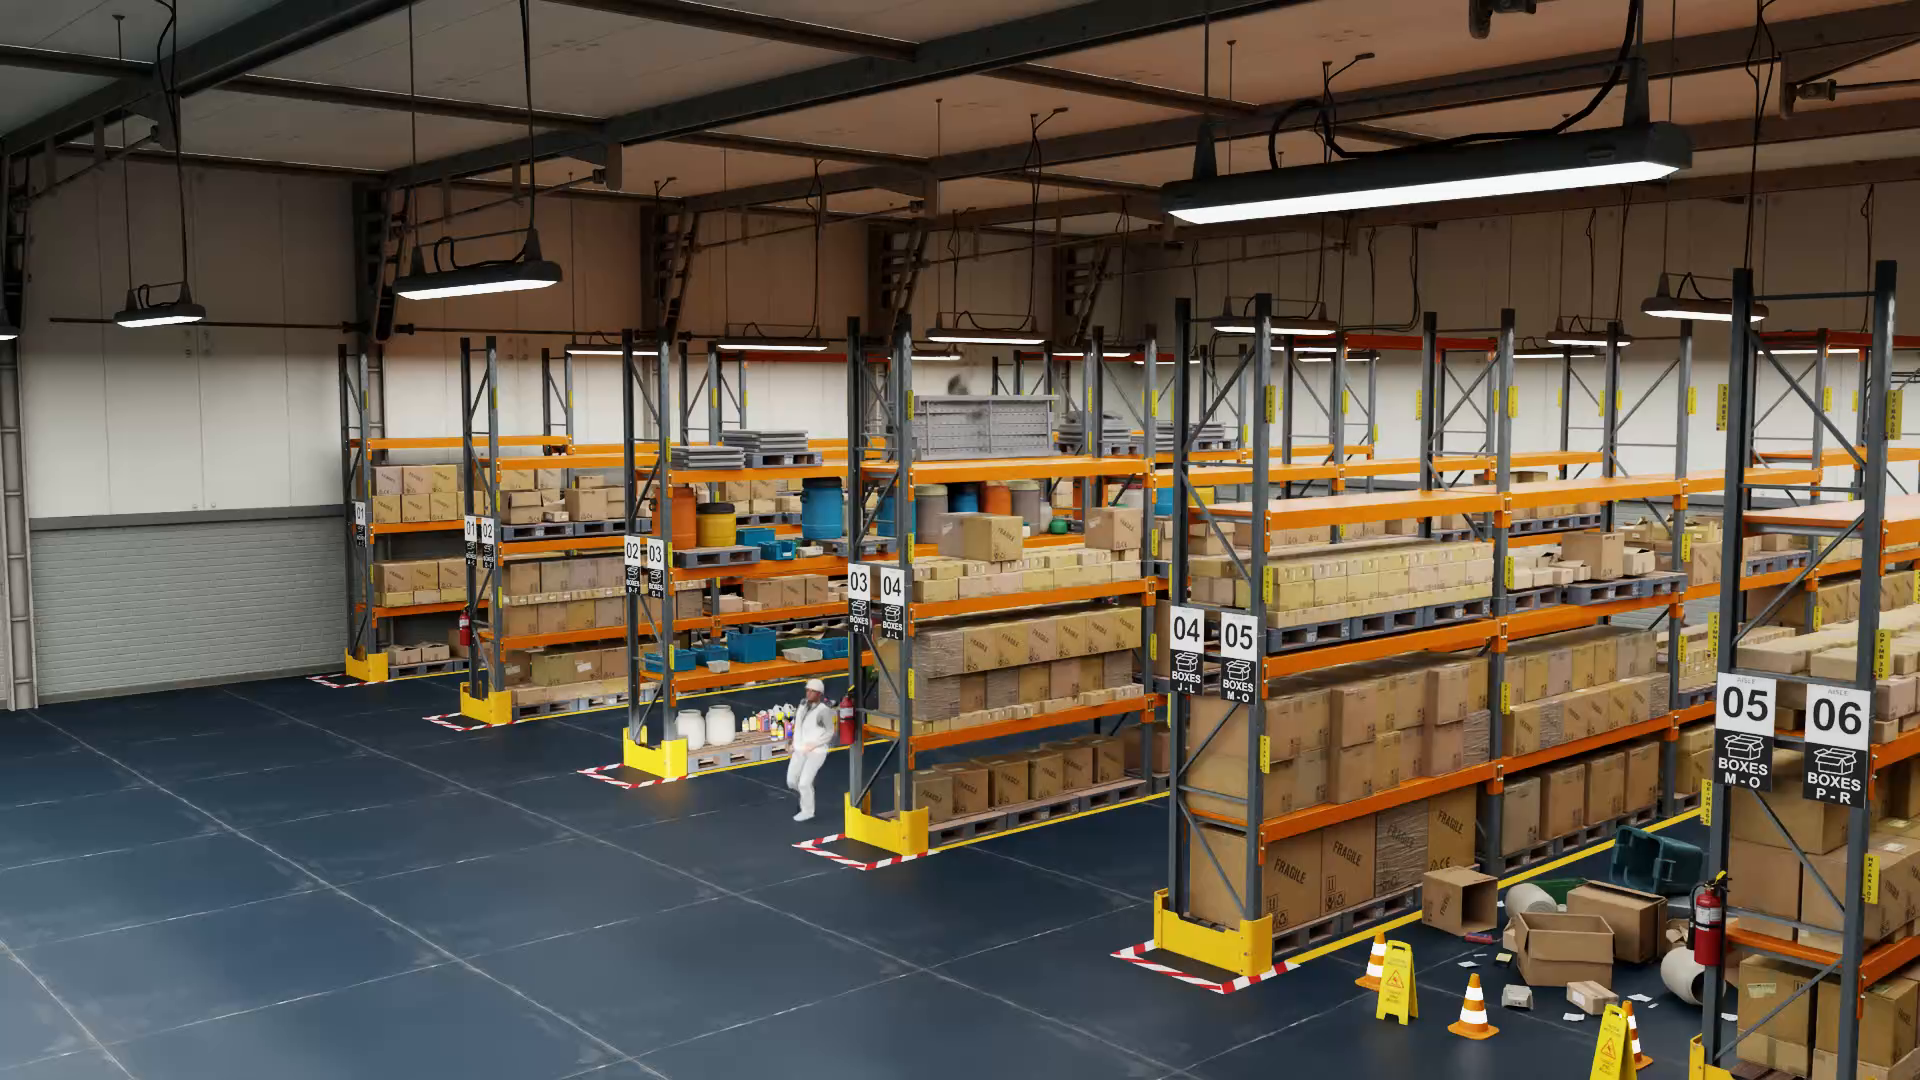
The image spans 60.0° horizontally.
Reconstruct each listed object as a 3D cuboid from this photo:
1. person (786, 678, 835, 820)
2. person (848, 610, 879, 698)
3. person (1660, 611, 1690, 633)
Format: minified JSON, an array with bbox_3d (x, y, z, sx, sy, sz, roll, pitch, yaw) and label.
[{"bbox_3d":[-1.786,2.531,20.038,0.663,1.751,0.560,3,6,33],"label":"person"},{"bbox_3d":[-1.556,1.850,27.312,0.663,1.748,0.780,4,7,40],"label":"person"},{"bbox_3d":[11.266,1.969,26.129,0.734,1.775,0.639,-5,7,-44],"label":"person"}]
